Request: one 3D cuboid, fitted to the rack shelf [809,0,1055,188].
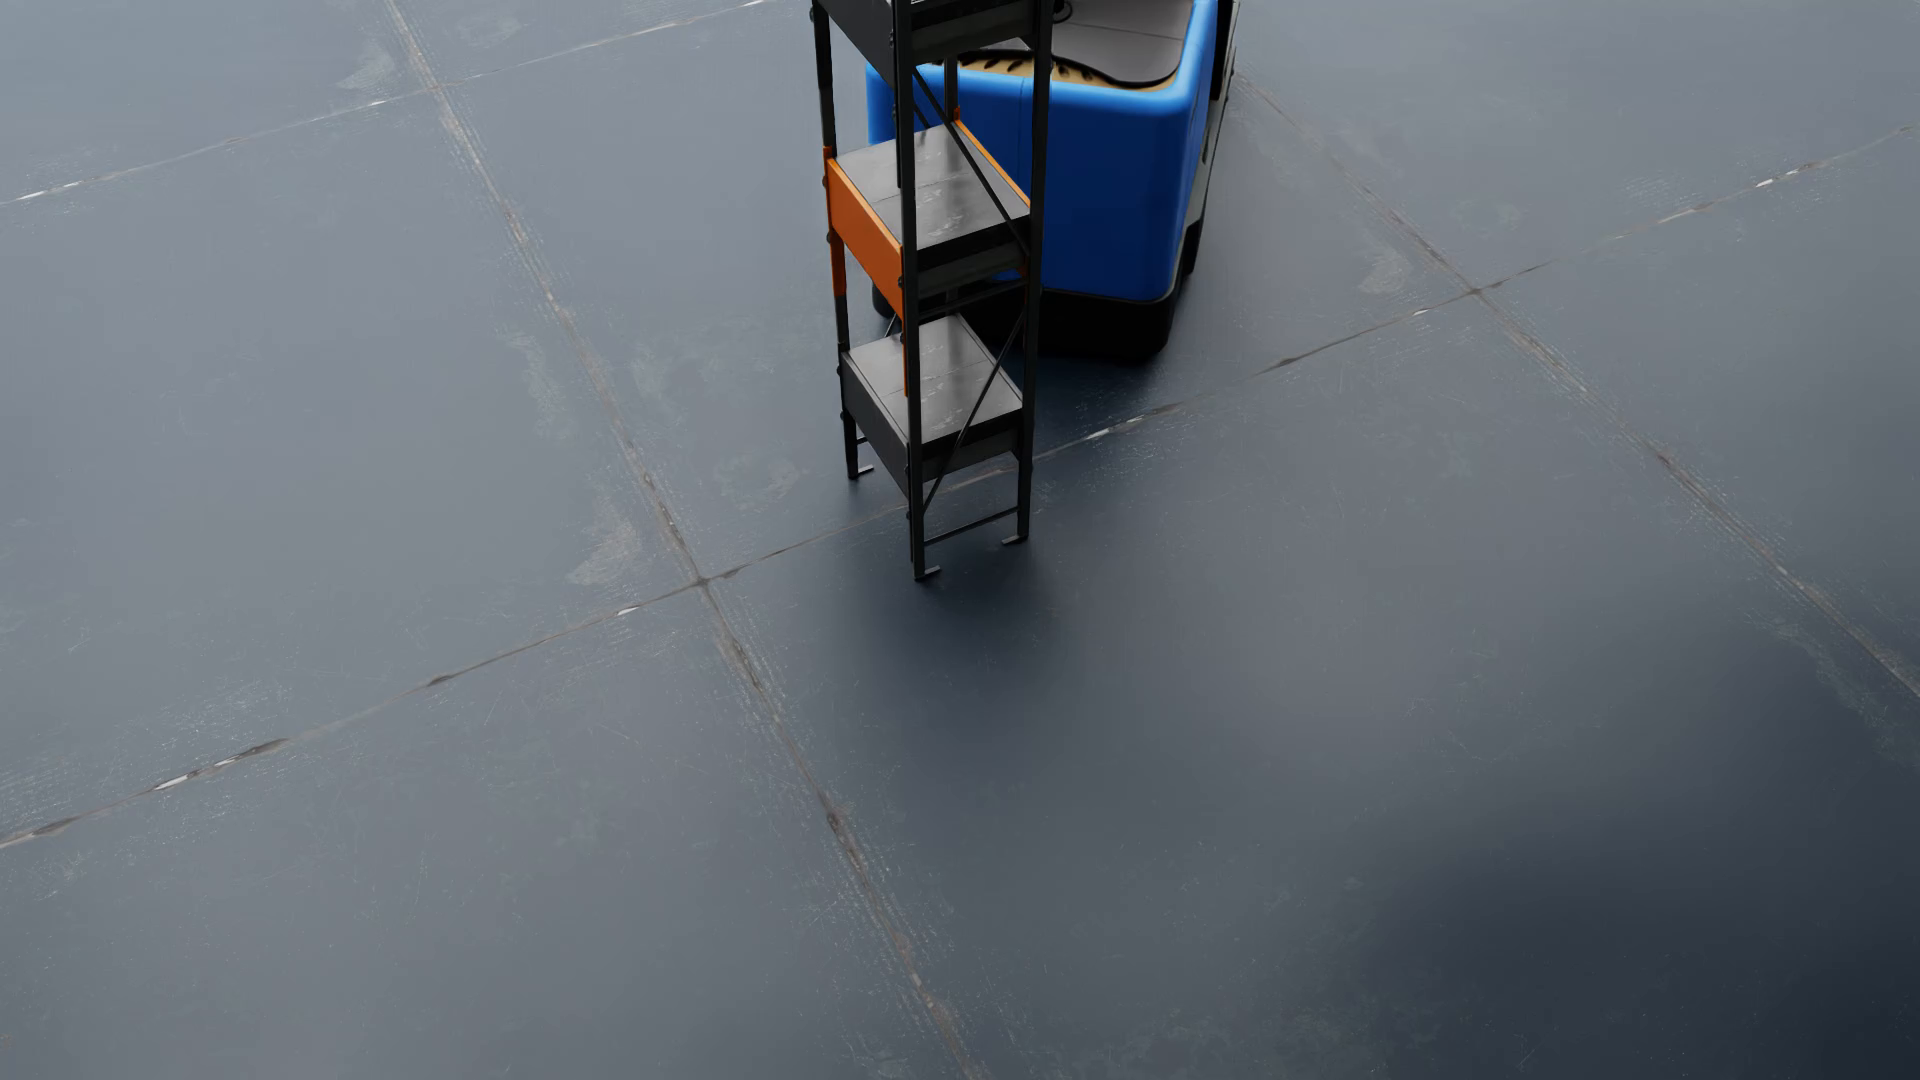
[{"bbox_3d":[-0.076,-1.254,4.040,0.431,0.518,0.480,-21,52,-18],"label":"rack shelf"}]

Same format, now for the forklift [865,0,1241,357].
[{"bbox_3d":[0.516,-2.727,5.688,1.130,2.935,3.031,10,50,8],"label":"forklift"}]

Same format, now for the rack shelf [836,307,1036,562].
[{"bbox_3d":[-0.076,-0.332,5.094,0.431,0.518,0.480,-21,52,-18],"label":"rack shelf"}]

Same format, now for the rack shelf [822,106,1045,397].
[{"bbox_3d":[-0.076,-0.793,4.567,0.431,0.518,0.480,-21,52,-18],"label":"rack shelf"}]

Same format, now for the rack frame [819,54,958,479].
[{"bbox_3d":[-0.187,-0.965,4.699,0.400,2.100,0.015,-21,52,-18],"label":"rack frame"}]

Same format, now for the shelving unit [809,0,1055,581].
[{"bbox_3d":[-0.076,-0.802,4.557,0.431,2.100,0.503,-21,52,-18],"label":"shelving unit"}]

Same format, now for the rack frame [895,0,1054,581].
[{"bbox_3d":[0.036,-0.639,4.414,0.400,2.100,0.015,-21,52,-18],"label":"rack frame"}]
